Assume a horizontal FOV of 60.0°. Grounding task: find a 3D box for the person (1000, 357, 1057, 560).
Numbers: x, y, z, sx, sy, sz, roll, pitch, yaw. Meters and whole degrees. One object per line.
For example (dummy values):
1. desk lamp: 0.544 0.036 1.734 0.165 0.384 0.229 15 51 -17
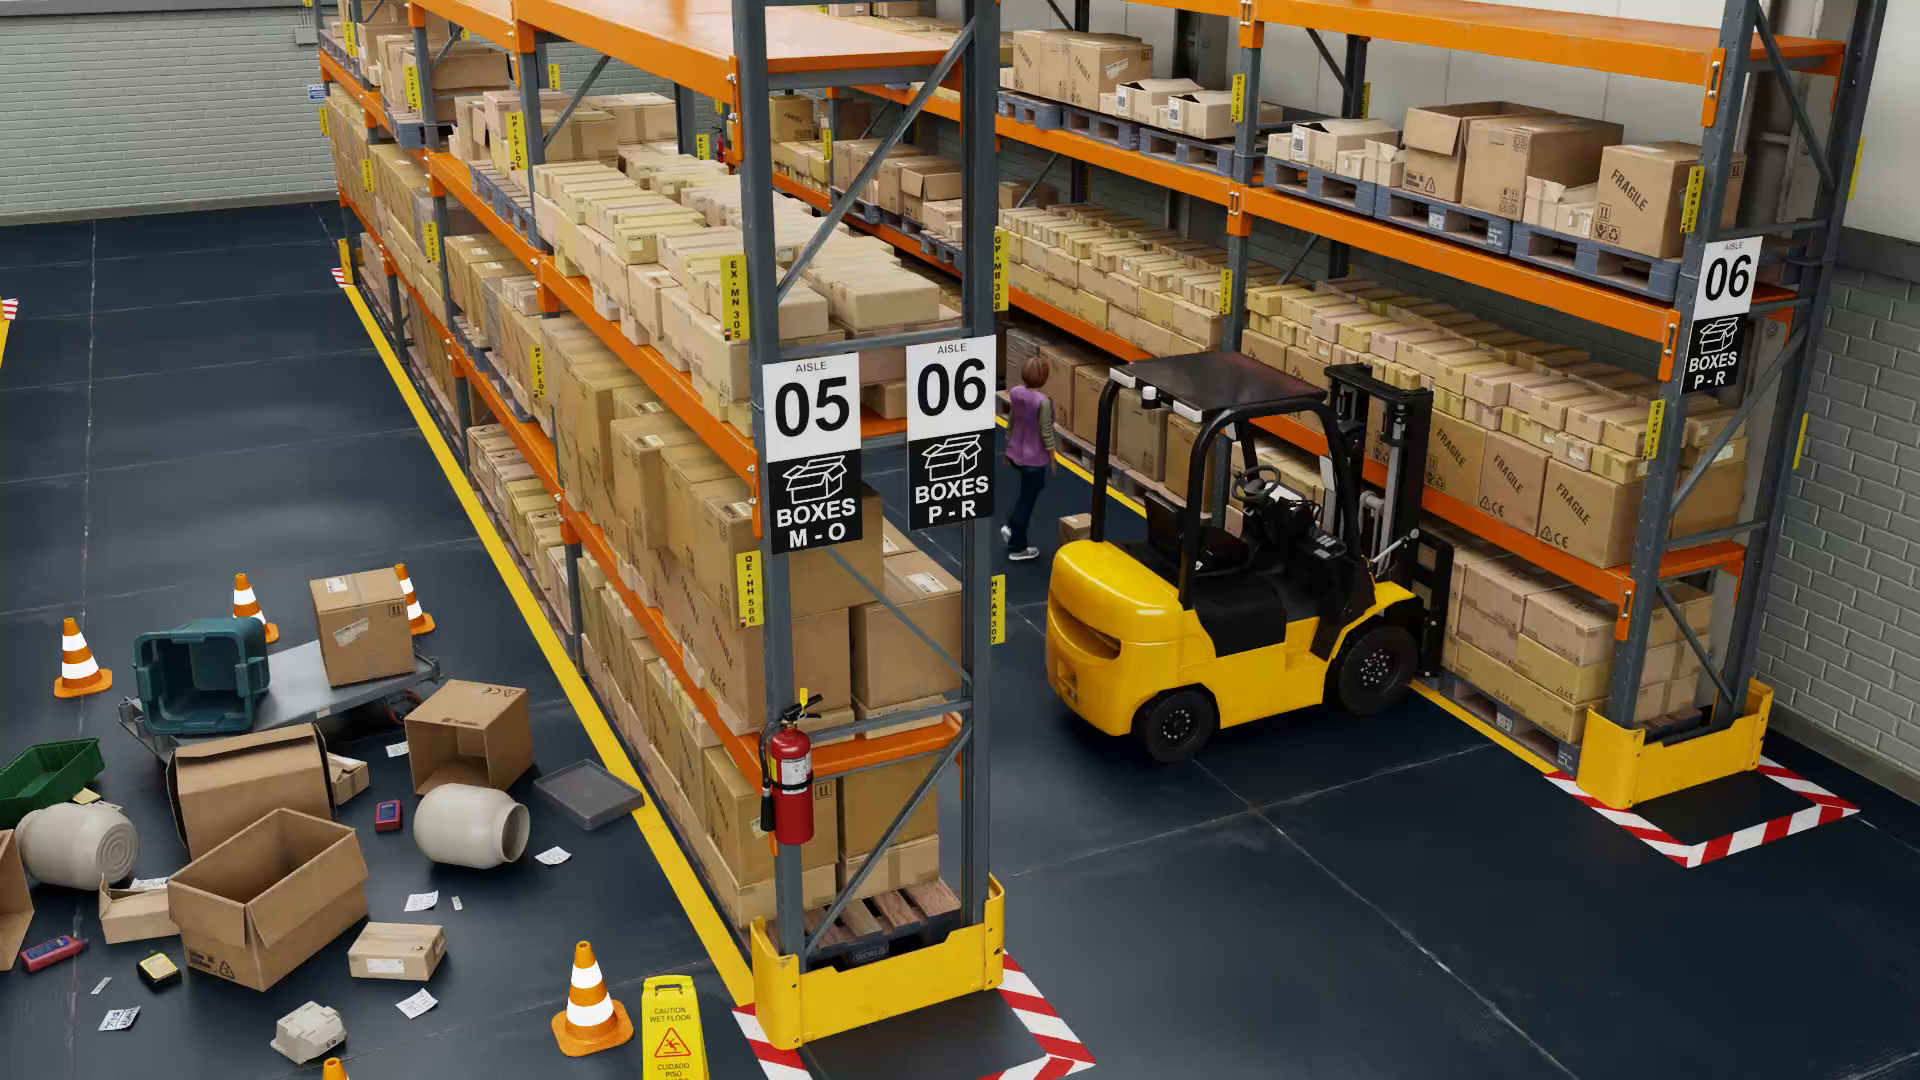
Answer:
1. person: 0.546 -0.598 12.420 0.418 1.587 0.478 -15 27 -33
